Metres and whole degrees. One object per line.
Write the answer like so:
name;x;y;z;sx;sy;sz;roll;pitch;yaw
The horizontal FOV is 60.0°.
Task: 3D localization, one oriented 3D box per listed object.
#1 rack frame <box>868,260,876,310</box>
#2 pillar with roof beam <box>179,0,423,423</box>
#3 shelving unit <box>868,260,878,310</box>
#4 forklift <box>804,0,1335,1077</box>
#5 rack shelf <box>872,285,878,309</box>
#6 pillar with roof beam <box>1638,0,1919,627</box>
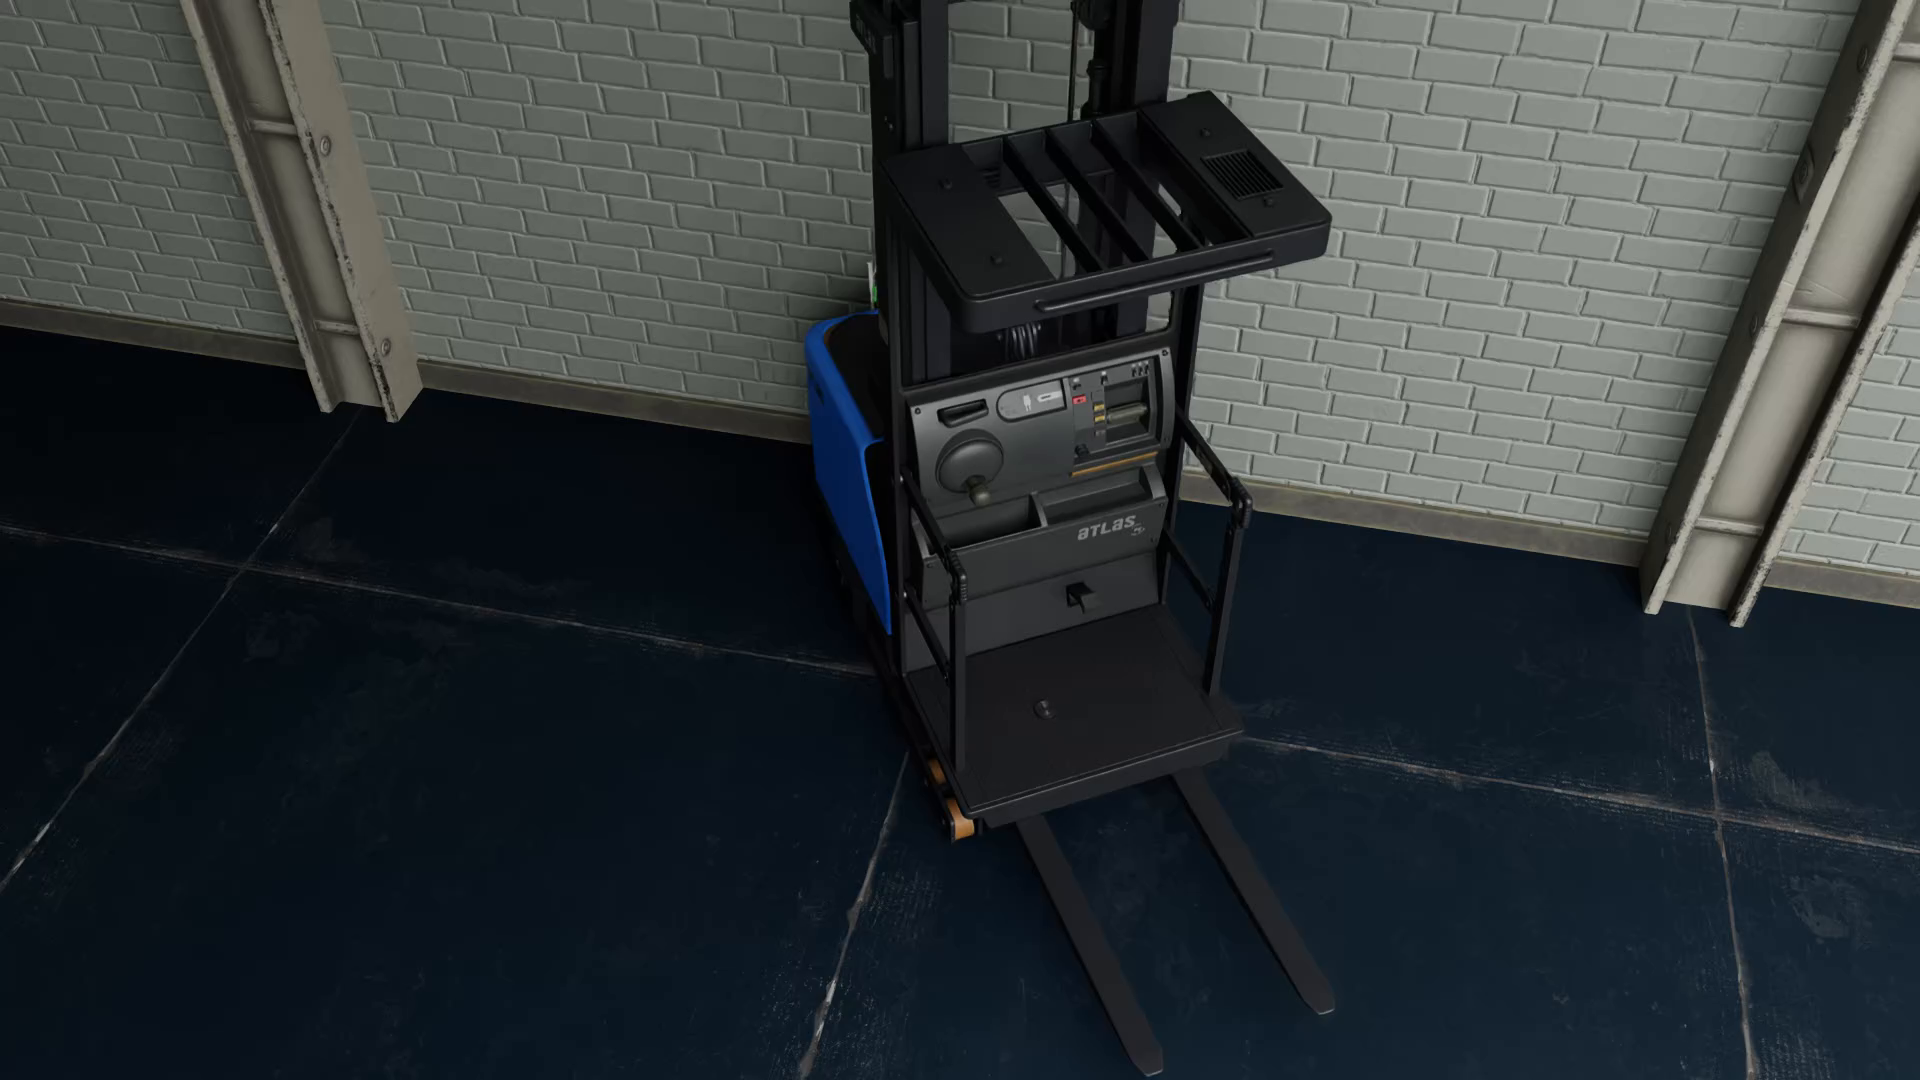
rack frame;-0.322;-0.734;7.124;0.015;1.200;0.240;5;42;9
pillar with roof beam;-3.734;-1.011;1.772;0.400;9.000;9.100;9;45;9
shelving unit;-0.082;-0.712;7.086;0.503;1.200;0.258;5;42;9
forklift;0.361;-0.294;5.402;1.130;2.935;3.031;-15;46;-15
rack shelf;-0.095;-1.025;6.812;0.480;0.148;0.258;5;42;9
pillar with roof beam;2.122;-0.103;0.828;0.400;9.000;9.100;9;45;9
